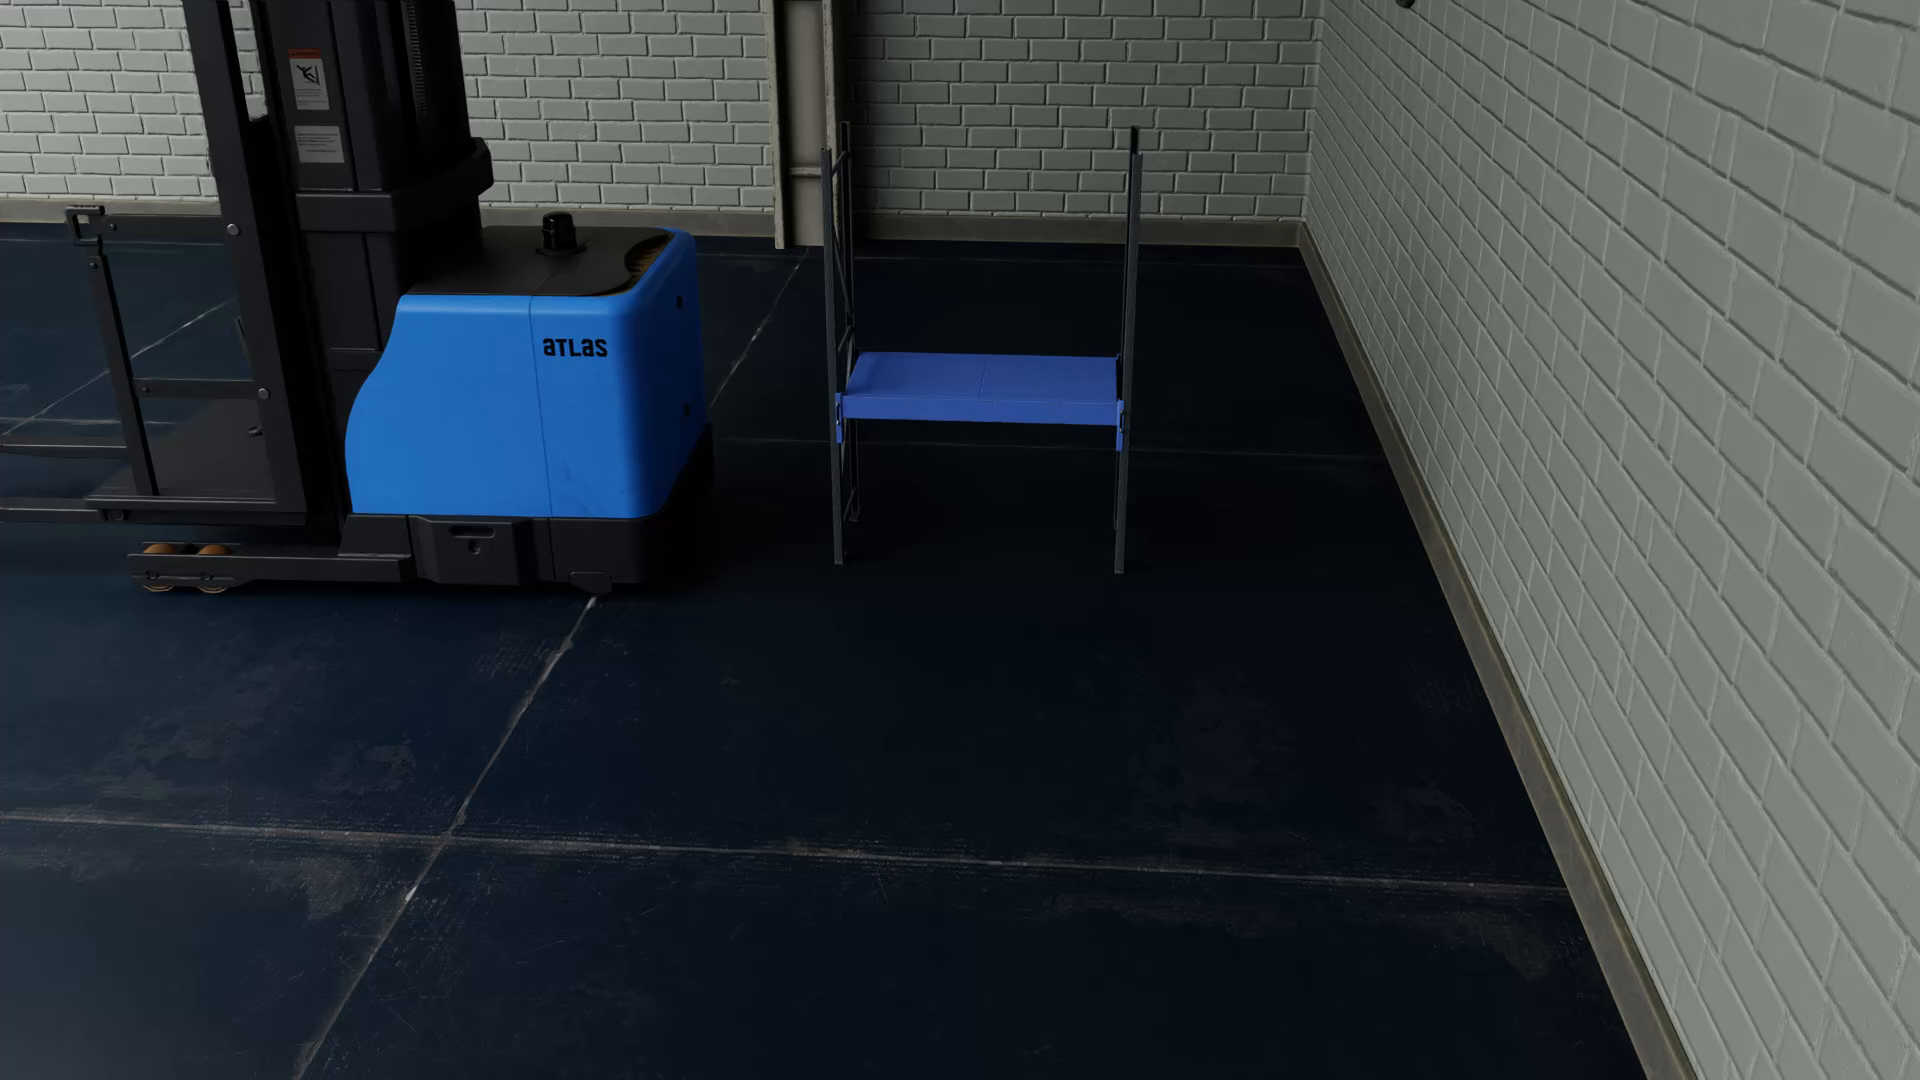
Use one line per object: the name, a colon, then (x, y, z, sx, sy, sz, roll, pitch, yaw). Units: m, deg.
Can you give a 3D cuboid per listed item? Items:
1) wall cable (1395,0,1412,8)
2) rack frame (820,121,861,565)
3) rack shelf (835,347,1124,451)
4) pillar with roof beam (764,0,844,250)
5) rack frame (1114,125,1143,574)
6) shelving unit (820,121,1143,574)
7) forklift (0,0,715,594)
wall cable: (1.926, -3.858, 7.584, 0.112, 2.526, 3.097, 2, 25, 4)
rack frame: (-0.422, -0.695, 5.966, 0.032, 1.500, 0.500, 2, 25, 4)
rack shelf: (0.085, -0.515, 6.006, 1.000, 0.185, 0.538, 2, 25, 4)
pillar with roof beam: (-1.240, -4.120, 4.439, 0.400, 9.000, 9.100, 2, 25, 4)
rack frame: (0.592, -0.662, 5.895, 0.032, 1.500, 0.500, 2, 25, 4)
shelving unit: (0.085, -0.679, 5.931, 1.048, 1.500, 0.538, 2, 25, 4)
forklift: (-2.508, -1.363, 5.705, 3.031, 2.935, 1.130, 1, 25, 3)
